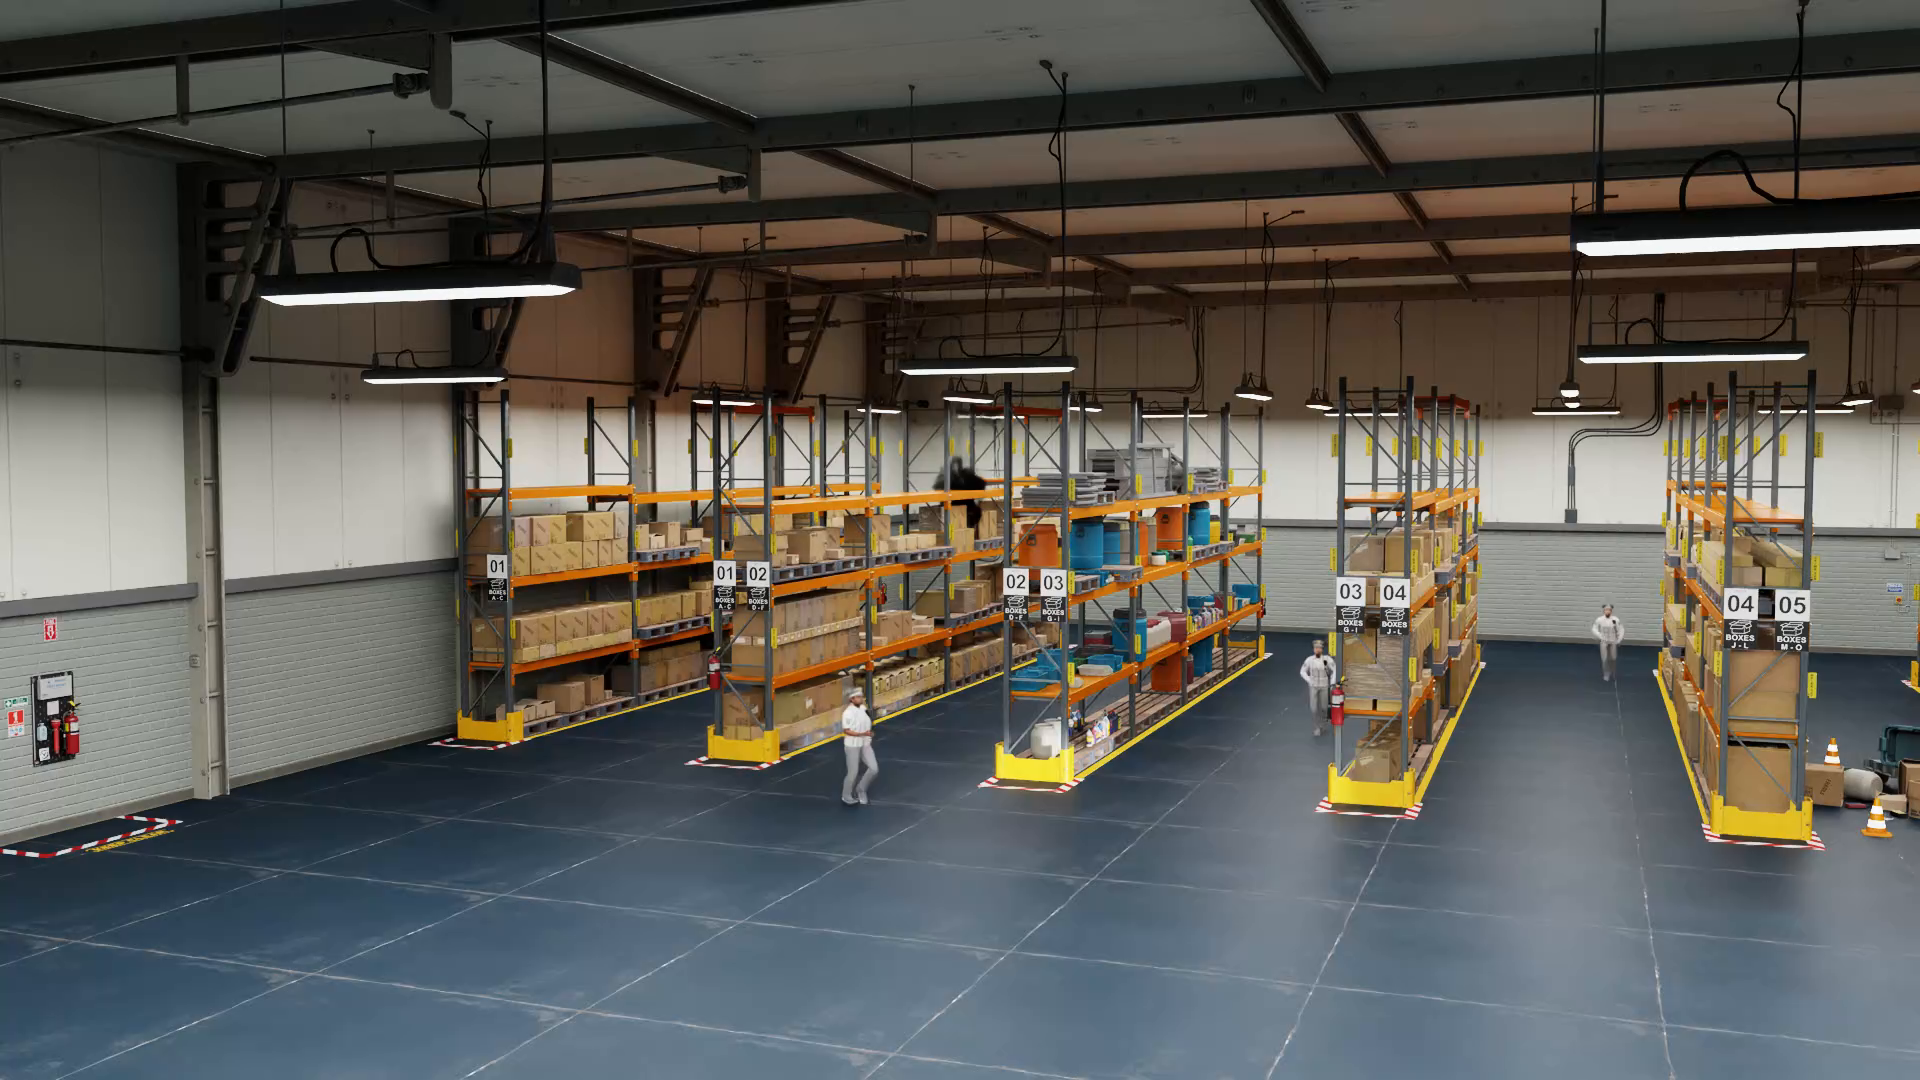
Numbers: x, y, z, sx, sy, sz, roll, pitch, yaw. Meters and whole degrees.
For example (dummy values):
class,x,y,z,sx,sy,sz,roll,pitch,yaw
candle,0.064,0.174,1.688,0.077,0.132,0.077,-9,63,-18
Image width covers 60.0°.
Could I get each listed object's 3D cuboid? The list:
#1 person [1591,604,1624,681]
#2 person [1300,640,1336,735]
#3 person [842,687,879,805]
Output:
class,x,y,z,sx,sy,sz,roll,pitch,yaw
person,14.029,2.203,36.020,0.664,1.662,0.541,1,3,14
person,6.284,2.577,29.099,0.674,1.661,0.518,1,3,14
person,-1.409,2.880,23.193,0.516,1.675,0.651,-3,4,-43
